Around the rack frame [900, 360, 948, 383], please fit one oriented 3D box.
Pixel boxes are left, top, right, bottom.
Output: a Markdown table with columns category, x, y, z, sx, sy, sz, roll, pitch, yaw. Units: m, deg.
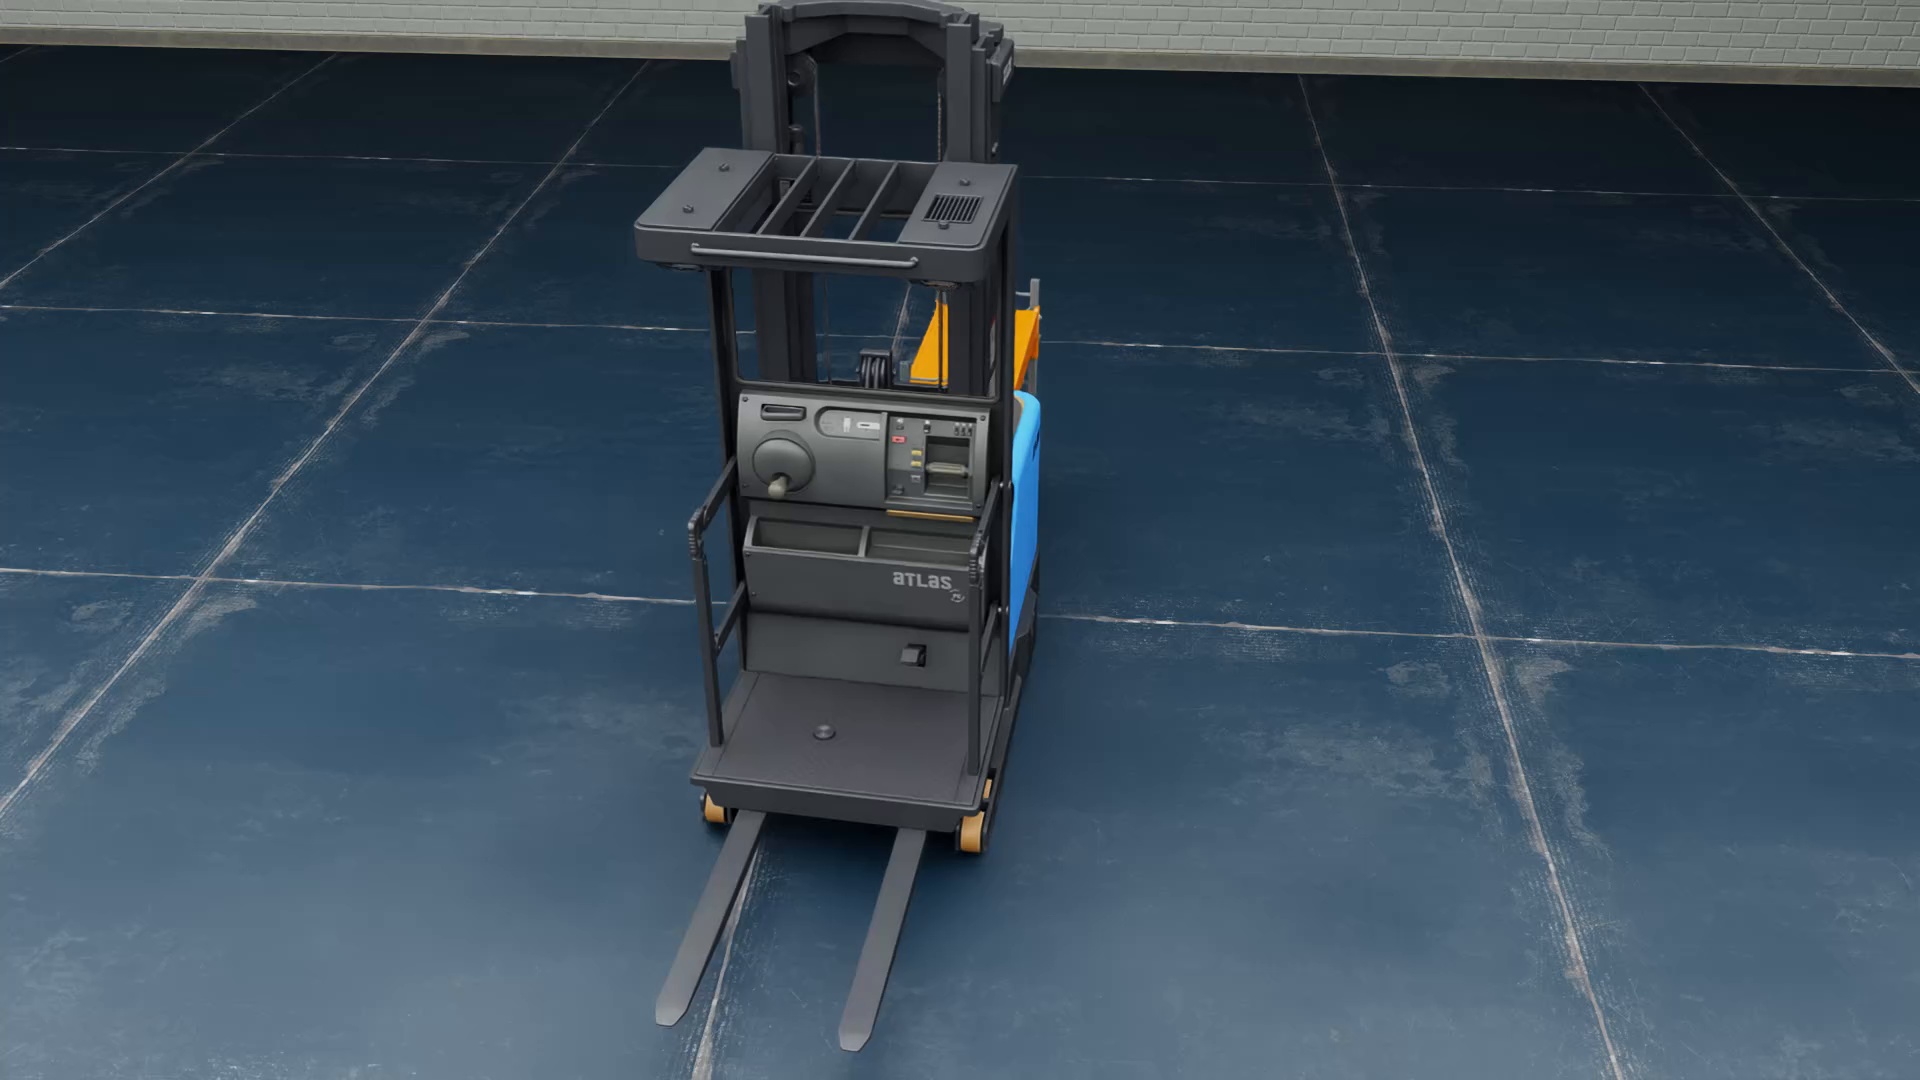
| category | x | y | z | sx | sy | sz | roll | pitch | yaw |
| --- | --- | --- | --- | --- | --- | --- | --- | --- | --- |
| rack frame | -0.018 | -0.293 | 7.653 | 0.500 | 1.125 | 0.032 | 5 | 32 | 8 |

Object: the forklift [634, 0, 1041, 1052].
| category | x | y | z | sx | sy | sz | roll | pitch | yaw |
| --- | --- | --- | --- | --- | --- | --- | --- | --- | --- |
| forklift | -0.391 | -0.265 | 5.886 | 1.130 | 2.935 | 3.031 | 5 | 32 | 8 |

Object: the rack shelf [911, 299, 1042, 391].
| category | x | y | z | sx | sy | sz | roll | pitch | yaw |
| --- | --- | --- | --- | --- | --- | --- | --- | --- | --- |
| rack shelf | 0.063 | -0.806 | 7.927 | 0.538 | 0.278 | 1.000 | 5 | 32 | 8 |

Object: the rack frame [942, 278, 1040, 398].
| category | x | y | z | sx | sy | sz | roll | pitch | yaw |
| --- | --- | --- | --- | --- | --- | --- | --- | --- | --- |
| rack frame | 0.143 | -0.820 | 8.508 | 0.500 | 1.125 | 0.032 | 5 | 32 | 8 |

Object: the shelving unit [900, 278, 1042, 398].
| category | x | y | z | sx | sy | sz | roll | pitch | yaw |
| --- | --- | --- | --- | --- | --- | --- | --- | --- | --- |
| shelving unit | 0.063 | -0.556 | 8.081 | 0.538 | 1.125 | 1.048 | 5 | 32 | 8 |
